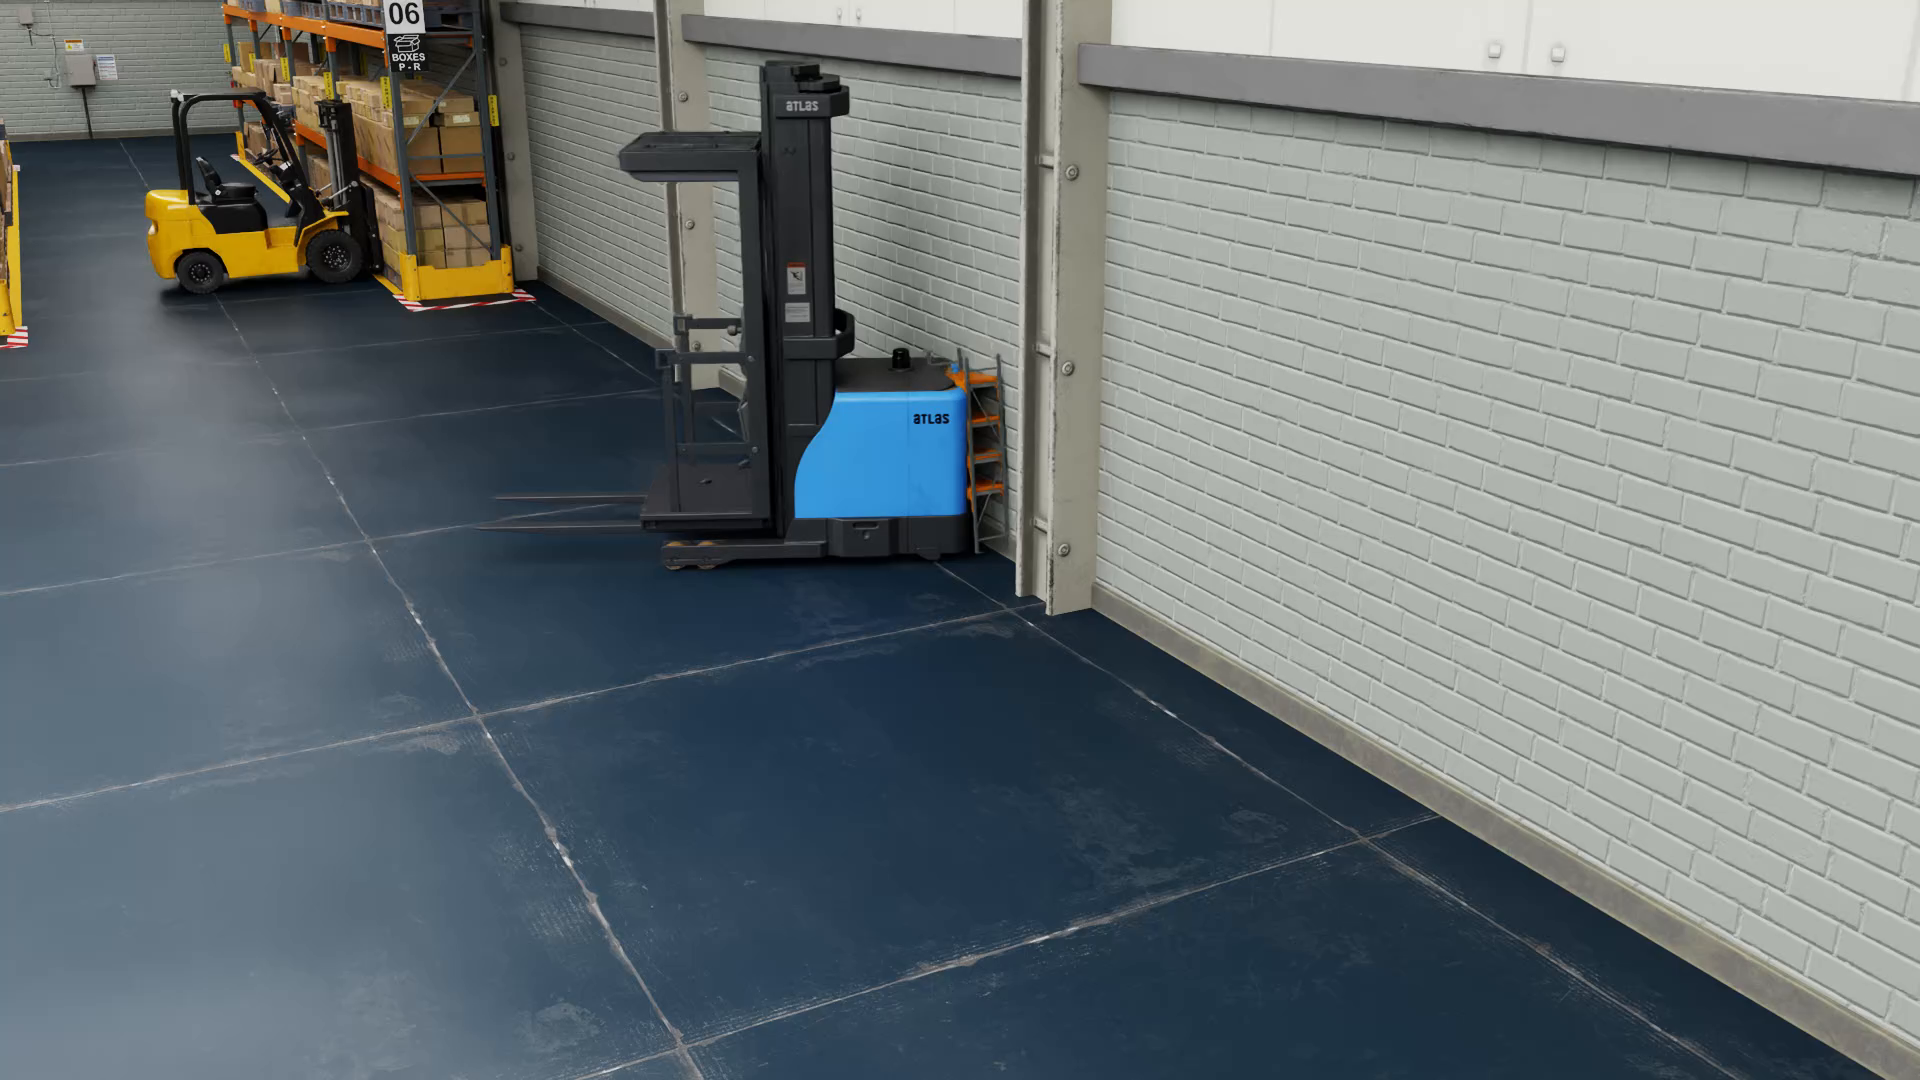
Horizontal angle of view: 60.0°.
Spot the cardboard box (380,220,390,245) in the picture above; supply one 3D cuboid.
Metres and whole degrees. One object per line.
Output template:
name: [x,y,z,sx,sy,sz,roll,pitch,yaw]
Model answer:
cardboard box: [-6.344,-3.548,19.119,0.500,0.250,0.500,-10,22,-27]

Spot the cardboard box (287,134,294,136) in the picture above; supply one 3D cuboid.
cardboard box: [-10.898,-6.584,27.306,0.380,0.149,0.250,-10,22,-28]

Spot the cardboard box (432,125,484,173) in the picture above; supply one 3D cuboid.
cardboard box: [-5.600,-4.408,18.654,0.500,0.500,0.500,-9,21,-25]

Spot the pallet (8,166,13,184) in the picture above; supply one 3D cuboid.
pallet: [-16.550,-6.113,28.024,1.003,0.211,1.213,-10,21,-27]

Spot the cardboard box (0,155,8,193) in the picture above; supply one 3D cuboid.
cardboard box: [-14.874,-5.621,24.936,0.875,0.875,0.875,-9,21,-25]

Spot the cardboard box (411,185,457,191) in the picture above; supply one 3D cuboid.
cardboard box: [-6.377,-4.150,20.100,0.500,0.250,0.500,-10,22,-28]

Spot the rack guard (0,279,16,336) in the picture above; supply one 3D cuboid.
rack guard: [-10.012,-2.246,16.373,1.175,0.500,0.348,-10,21,-27]

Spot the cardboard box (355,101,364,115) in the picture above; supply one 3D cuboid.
cardboard box: [-7.007,-5.174,19.878,0.380,0.149,0.250,-11,22,-28]

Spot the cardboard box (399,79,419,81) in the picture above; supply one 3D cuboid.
cardboard box: [-7.091,-5.773,21.161,0.380,0.149,0.250,-10,21,-27]

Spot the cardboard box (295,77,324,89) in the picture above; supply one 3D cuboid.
cardboard box: [-9.388,-6.612,24.048,0.380,0.149,0.250,-9,21,-25]

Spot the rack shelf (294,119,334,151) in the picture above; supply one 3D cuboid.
rack shelf: [-8.459,-5.558,23.243,1.077,0.370,4.000,-10,21,-27]

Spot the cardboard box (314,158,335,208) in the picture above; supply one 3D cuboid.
cardboard box: [-8.807,-5.181,24.043,0.875,0.625,0.625,-9,21,-25]

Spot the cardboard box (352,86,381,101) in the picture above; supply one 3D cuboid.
cardboard box: [-7.107,-5.388,20.043,0.380,0.149,0.250,-10,22,-28]

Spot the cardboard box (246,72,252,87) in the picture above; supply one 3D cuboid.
cardboard box: [-12.240,-8.085,29.238,0.500,0.250,0.500,-10,21,-27]

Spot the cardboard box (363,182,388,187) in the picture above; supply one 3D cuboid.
cardboard box: [-7.075,-4.218,20.296,0.500,0.250,0.500,-9,21,-25]

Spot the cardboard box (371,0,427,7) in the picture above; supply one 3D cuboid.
cardboard box: [-6.034,-5.976,17.802,0.500,0.500,0.500,-9,21,-25]

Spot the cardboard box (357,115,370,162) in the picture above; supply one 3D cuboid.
cardboard box: [-6.805,-4.763,19.684,0.500,0.500,0.500,-10,21,-26]

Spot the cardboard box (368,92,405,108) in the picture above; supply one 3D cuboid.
cardboard box: [-6.532,-5.018,18.971,0.380,0.149,0.250,-9,21,-25]

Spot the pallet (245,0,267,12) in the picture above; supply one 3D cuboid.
pallet: [-10.565,-8.454,26.223,1.213,0.211,1.003,-10,21,-27]

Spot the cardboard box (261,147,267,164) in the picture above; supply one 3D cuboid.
cardboard box: [-12.000,-6.743,29.123,0.396,0.266,0.258,-9,21,-25]

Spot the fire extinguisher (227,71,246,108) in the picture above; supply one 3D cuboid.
fire extinguisher: [-13.684,-8.526,31.433,0.296,0.674,0.183,-10,21,-27]

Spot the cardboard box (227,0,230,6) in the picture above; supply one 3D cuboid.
cardboard box: [-12.978,-9.705,29.946,0.380,0.149,0.250,-9,21,-25]

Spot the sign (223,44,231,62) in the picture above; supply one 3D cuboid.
sign: [-13.685,-9.094,31.060,0.100,0.325,0.005,-10,21,-27]

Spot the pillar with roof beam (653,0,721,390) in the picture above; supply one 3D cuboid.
pillar with roof beam: [-6.086,-4.962,11.215,9.100,9.000,0.400,-10,21,-27]

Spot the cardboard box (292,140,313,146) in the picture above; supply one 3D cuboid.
cardboard box: [-10.313,-6.208,26.219,0.380,0.149,0.250,-10,22,-27]

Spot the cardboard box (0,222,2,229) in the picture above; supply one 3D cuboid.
cardboard box: [-12.803,-4.066,21.200,0.950,0.372,0.625,-9,21,-25]

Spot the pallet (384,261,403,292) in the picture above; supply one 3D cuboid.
pallet: [-6.010,-3.070,19.206,1.003,0.211,1.213,-10,21,-27]

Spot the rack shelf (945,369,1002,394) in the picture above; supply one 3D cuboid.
rack shelf: [0.028,-0.942,10.206,0.258,0.148,0.480,-10,15,-27]

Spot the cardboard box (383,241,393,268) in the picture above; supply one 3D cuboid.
cardboard box: [-6.339,-3.304,19.181,0.500,0.250,0.500,-10,21,-27]

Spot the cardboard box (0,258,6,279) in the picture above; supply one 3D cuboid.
cardboard box: [-10.622,-2.881,17.954,0.500,0.250,0.500,-8,21,-23]

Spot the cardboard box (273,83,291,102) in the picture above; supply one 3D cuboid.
cardboard box: [-10.194,-6.852,25.477,0.500,0.250,0.500,-11,22,-29]

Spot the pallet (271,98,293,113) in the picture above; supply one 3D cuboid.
pallet: [-10.336,-6.939,26.436,1.003,0.211,1.213,-10,21,-27]

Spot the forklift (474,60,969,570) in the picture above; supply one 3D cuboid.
forklift: [-1.479,-1.382,10.143,3.031,2.935,1.130,-1,19,-3]

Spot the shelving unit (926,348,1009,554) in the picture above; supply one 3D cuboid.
shelving unit: [0.050,-0.560,10.295,0.258,1.200,0.503,-10,15,-27]

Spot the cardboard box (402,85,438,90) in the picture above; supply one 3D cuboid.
cardboard box: [-6.512,-5.401,20.081,0.380,0.149,0.250,-10,22,-27]

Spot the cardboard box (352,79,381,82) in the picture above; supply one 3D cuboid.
cardboard box: [-8.358,-6.417,23.481,0.380,0.149,0.250,-10,22,-28]

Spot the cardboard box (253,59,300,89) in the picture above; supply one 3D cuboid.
cardboard box: [-11.275,-7.693,27.529,0.700,0.500,0.500,-9,21,-25]

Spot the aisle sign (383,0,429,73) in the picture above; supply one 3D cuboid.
aisle sign: [-5.837,-5.340,17.523,0.394,0.787,0.004,-10,21,-27]

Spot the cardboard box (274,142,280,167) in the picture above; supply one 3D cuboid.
cardboard box: [-11.015,-6.312,27.514,0.500,0.500,0.500,-10,22,-27]

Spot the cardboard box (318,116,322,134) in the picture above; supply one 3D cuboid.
cardboard box: [-8.431,-5.648,22.630,0.500,0.250,0.500,-10,21,-26]

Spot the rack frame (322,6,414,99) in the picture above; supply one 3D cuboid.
rack frame: [-7.509,-5.324,21.461,1.000,3.000,0.127,-10,21,-27]

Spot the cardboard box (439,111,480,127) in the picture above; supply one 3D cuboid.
cardboard box: [-5.542,-4.667,18.410,0.380,0.149,0.250,-11,22,-28]

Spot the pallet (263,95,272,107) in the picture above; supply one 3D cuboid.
pallet: [-11.024,-7.283,27.434,1.003,0.211,1.213,-10,21,-27]

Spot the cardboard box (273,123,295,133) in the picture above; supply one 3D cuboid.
cardboard box: [-11.206,-6.873,27.689,0.380,0.149,0.250,-11,22,-29]

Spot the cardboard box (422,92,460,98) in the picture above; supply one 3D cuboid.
cardboard box: [-5.918,-5.027,18.997,0.380,0.149,0.250,-10,21,-26]

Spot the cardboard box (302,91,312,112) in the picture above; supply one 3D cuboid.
cardboard box: [-8.943,-6.175,23.393,0.500,0.250,0.500,-11,22,-28]

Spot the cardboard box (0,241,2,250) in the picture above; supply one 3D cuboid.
cardboard box: [-10.872,-3.387,18.270,0.500,0.500,0.500,-9,21,-24]

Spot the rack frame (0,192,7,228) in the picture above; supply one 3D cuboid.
rack frame: [-13.775,-5.702,22.558,1.000,3.000,0.127,-10,21,-27]

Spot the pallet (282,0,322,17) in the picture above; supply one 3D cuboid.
pallet: [-9.007,-7.620,23.806,1.213,0.211,1.003,-9,21,-24]

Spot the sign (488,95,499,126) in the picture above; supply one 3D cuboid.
sign: [-5.118,-4.706,18.224,0.100,0.325,0.005,-10,21,-27]

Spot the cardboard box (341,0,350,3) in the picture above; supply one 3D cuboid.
cardboard box: [-7.071,-6.451,19.538,0.396,0.266,0.258,-11,22,-28]
